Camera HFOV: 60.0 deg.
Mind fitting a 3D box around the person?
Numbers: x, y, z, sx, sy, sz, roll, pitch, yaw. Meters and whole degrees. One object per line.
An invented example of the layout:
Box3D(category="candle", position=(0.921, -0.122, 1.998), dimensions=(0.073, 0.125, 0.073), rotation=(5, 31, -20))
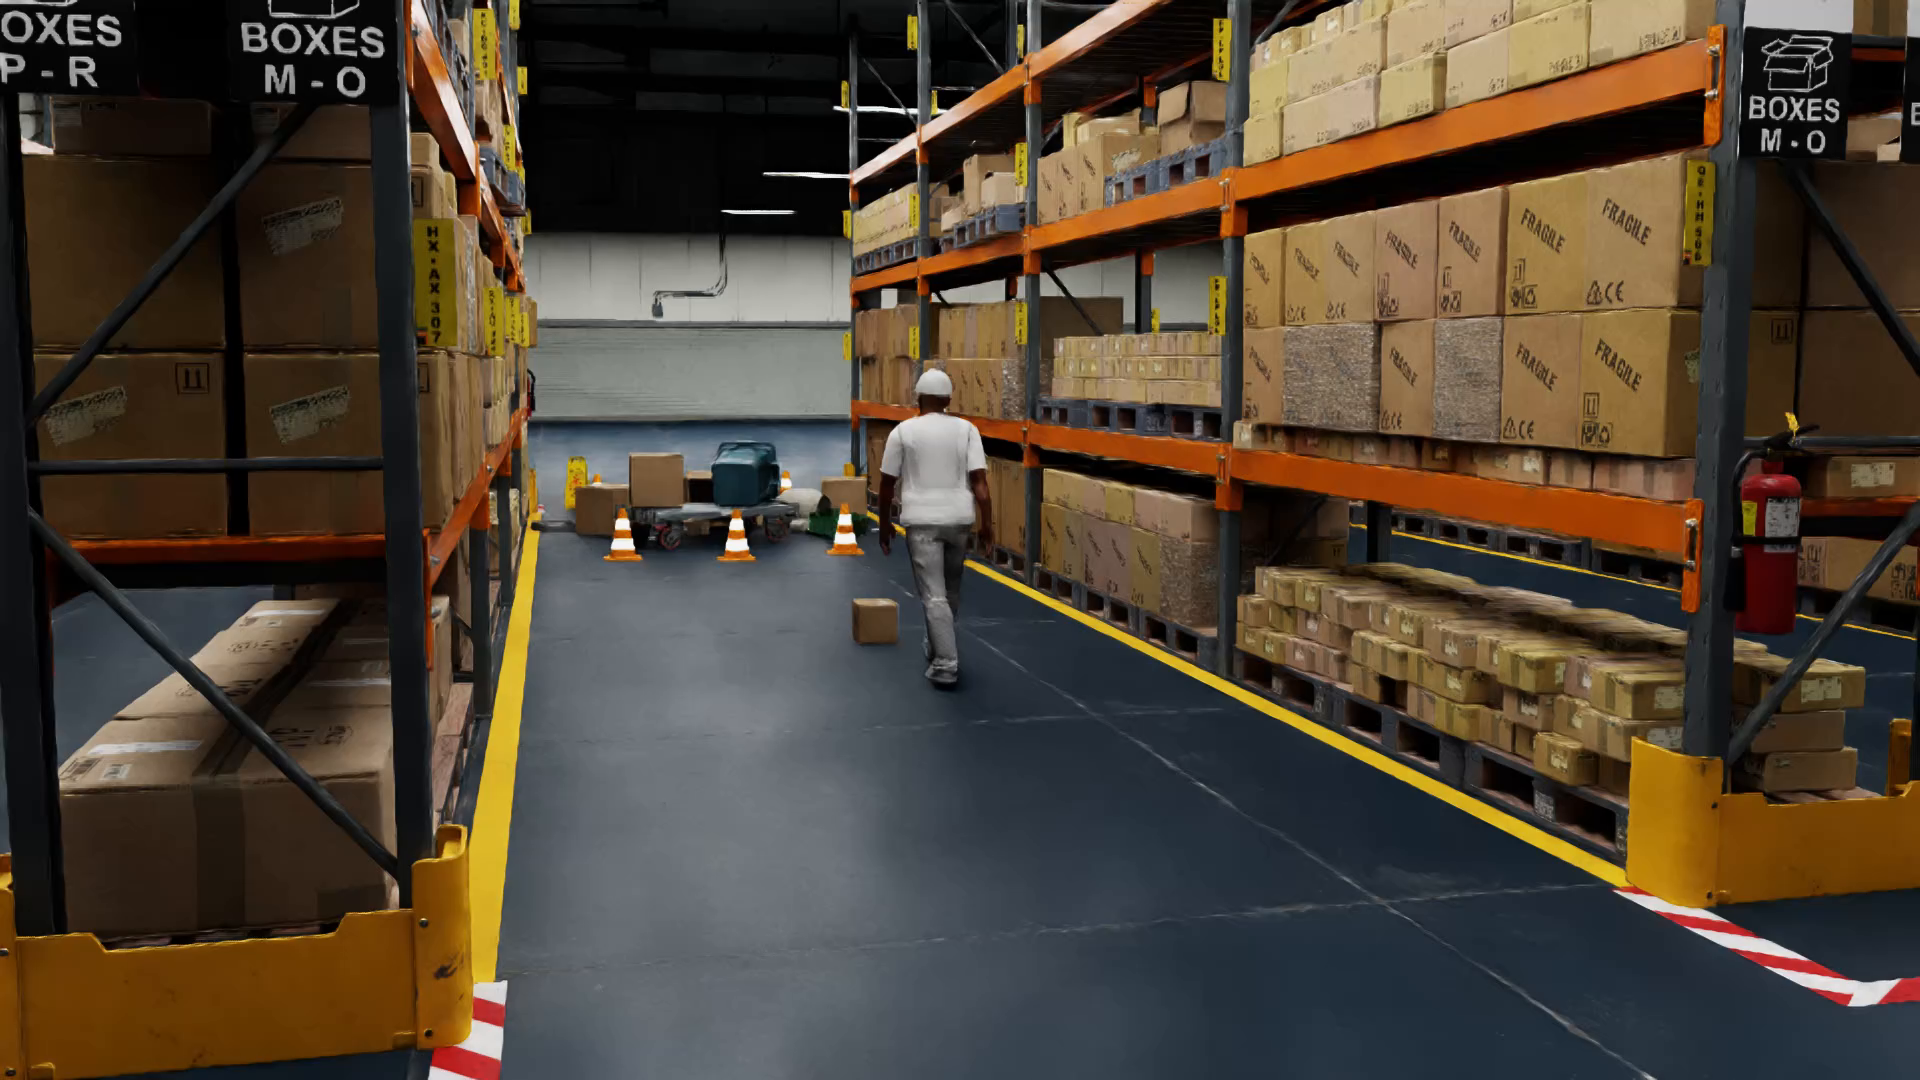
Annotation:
Box3D(category="person", position=(-0.165, -0.106, 9.386), dimensions=(0.596, 1.710, 1.010), rotation=(-2, 6, -16))
